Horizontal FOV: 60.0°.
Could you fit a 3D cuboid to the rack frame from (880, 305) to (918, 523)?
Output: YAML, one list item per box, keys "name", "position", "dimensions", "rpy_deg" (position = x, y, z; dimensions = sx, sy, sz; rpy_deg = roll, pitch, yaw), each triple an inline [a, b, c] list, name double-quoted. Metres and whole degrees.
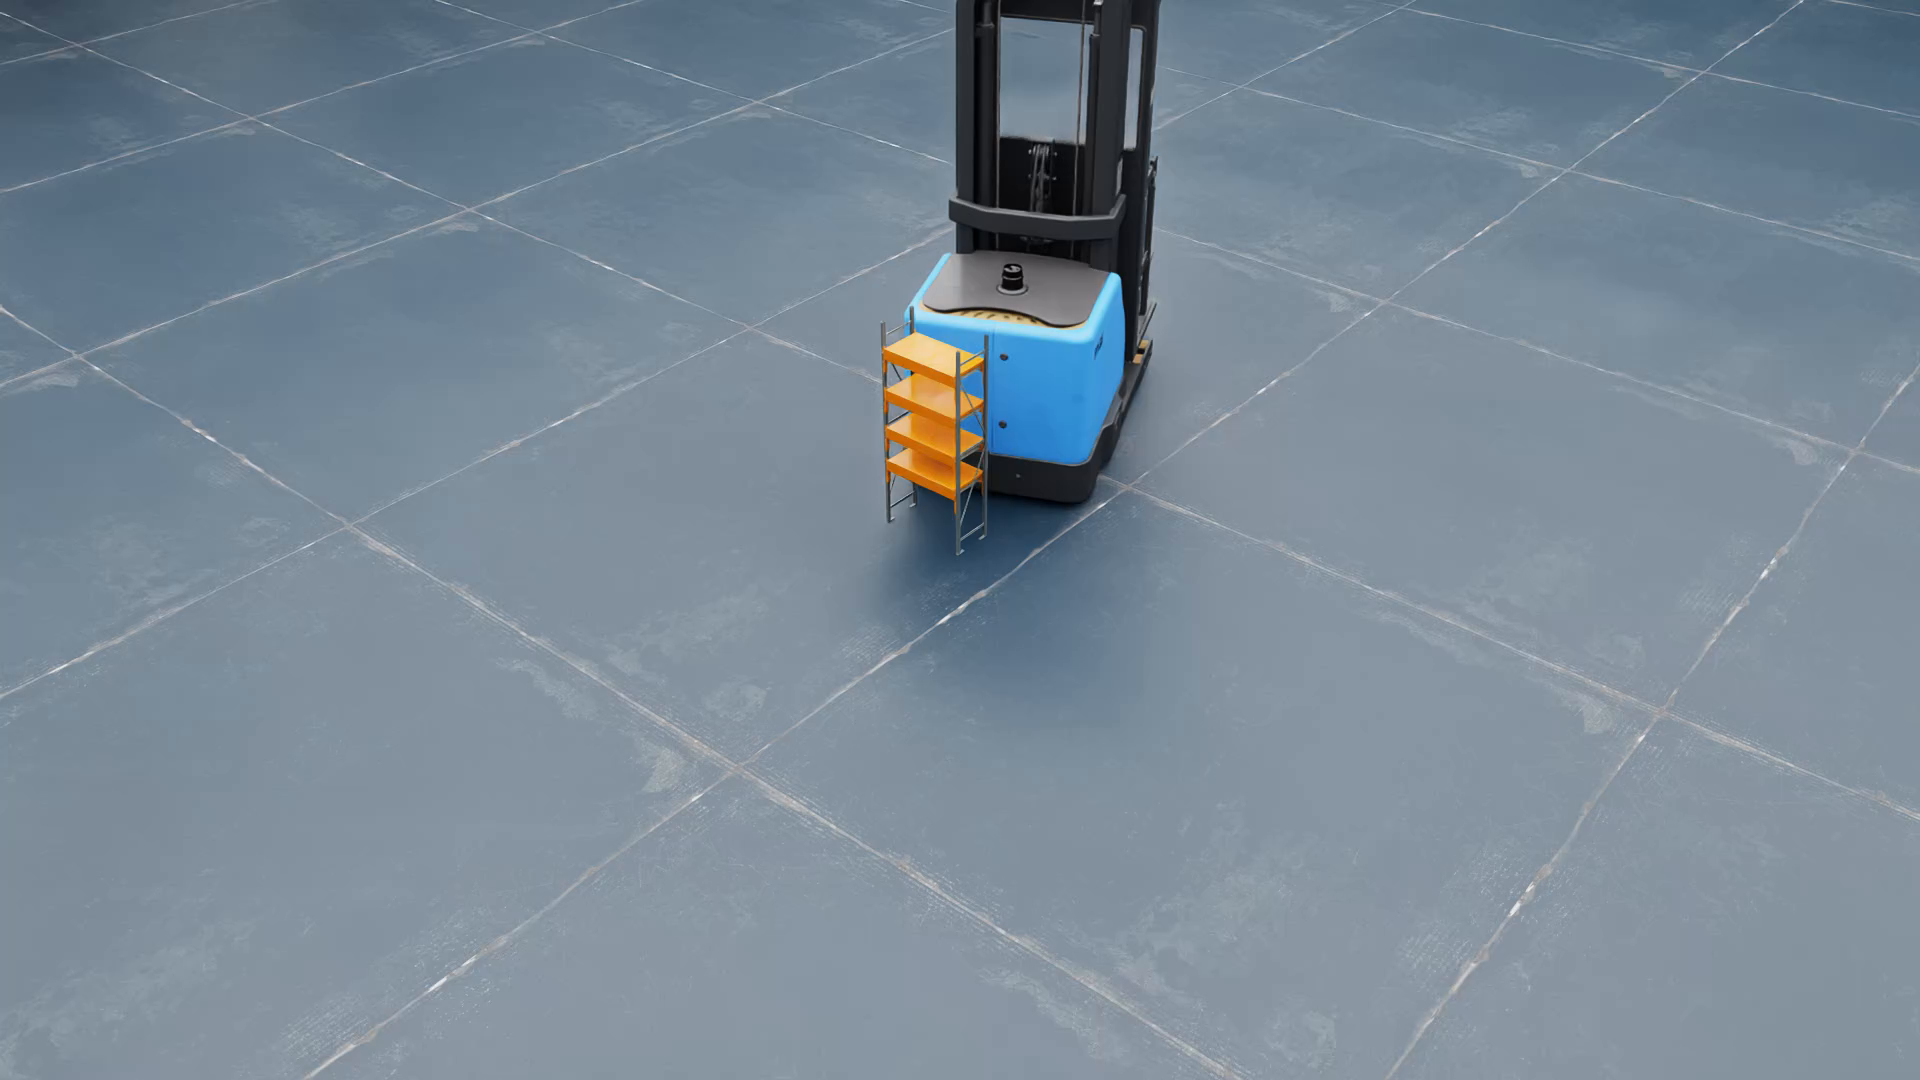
- name: "rack frame"
  position: [-0.315, -0.643, 8.709]
  dimensions: [0.015, 1.200, 0.240]
  rpy_deg: [25, 42, 32]

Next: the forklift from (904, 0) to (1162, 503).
- name: "forklift"
  position: [0.580, -2.241, 9.506]
  dimensions: [1.130, 2.935, 3.031]
  rpy_deg: [9, 36, 13]

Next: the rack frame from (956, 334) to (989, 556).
- name: "rack frame"
  position: [0.060, -0.466, 8.451]
  dimensions: [0.015, 1.200, 0.240]
  rpy_deg: [25, 42, 32]

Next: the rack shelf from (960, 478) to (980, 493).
- name: "rack shelf"
  position: [-0.127, -0.359, 8.714]
  dimensions: [0.442, 0.029, 0.199]
  rpy_deg: [25, 42, 32]

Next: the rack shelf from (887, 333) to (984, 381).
- name: "rack shelf"
  position: [-0.127, -0.911, 8.335]
  dimensions: [0.457, 0.050, 0.221]
  rpy_deg: [25, 42, 32]

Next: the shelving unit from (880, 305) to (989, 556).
- name: "shelving unit"
  position: [-0.127, -0.555, 8.580]
  dimensions: [0.503, 1.200, 0.258]
  rpy_deg: [25, 42, 32]

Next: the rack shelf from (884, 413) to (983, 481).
- name: "rack shelf"
  position: [-0.127, -0.499, 8.618]
  dimensions: [0.480, 0.148, 0.258]
  rpy_deg: [25, 42, 32]

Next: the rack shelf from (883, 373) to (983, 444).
- name: "rack shelf"
  position: [-0.127, -0.683, 8.491]
  dimensions: [0.480, 0.148, 0.258]
  rpy_deg: [25, 42, 32]
